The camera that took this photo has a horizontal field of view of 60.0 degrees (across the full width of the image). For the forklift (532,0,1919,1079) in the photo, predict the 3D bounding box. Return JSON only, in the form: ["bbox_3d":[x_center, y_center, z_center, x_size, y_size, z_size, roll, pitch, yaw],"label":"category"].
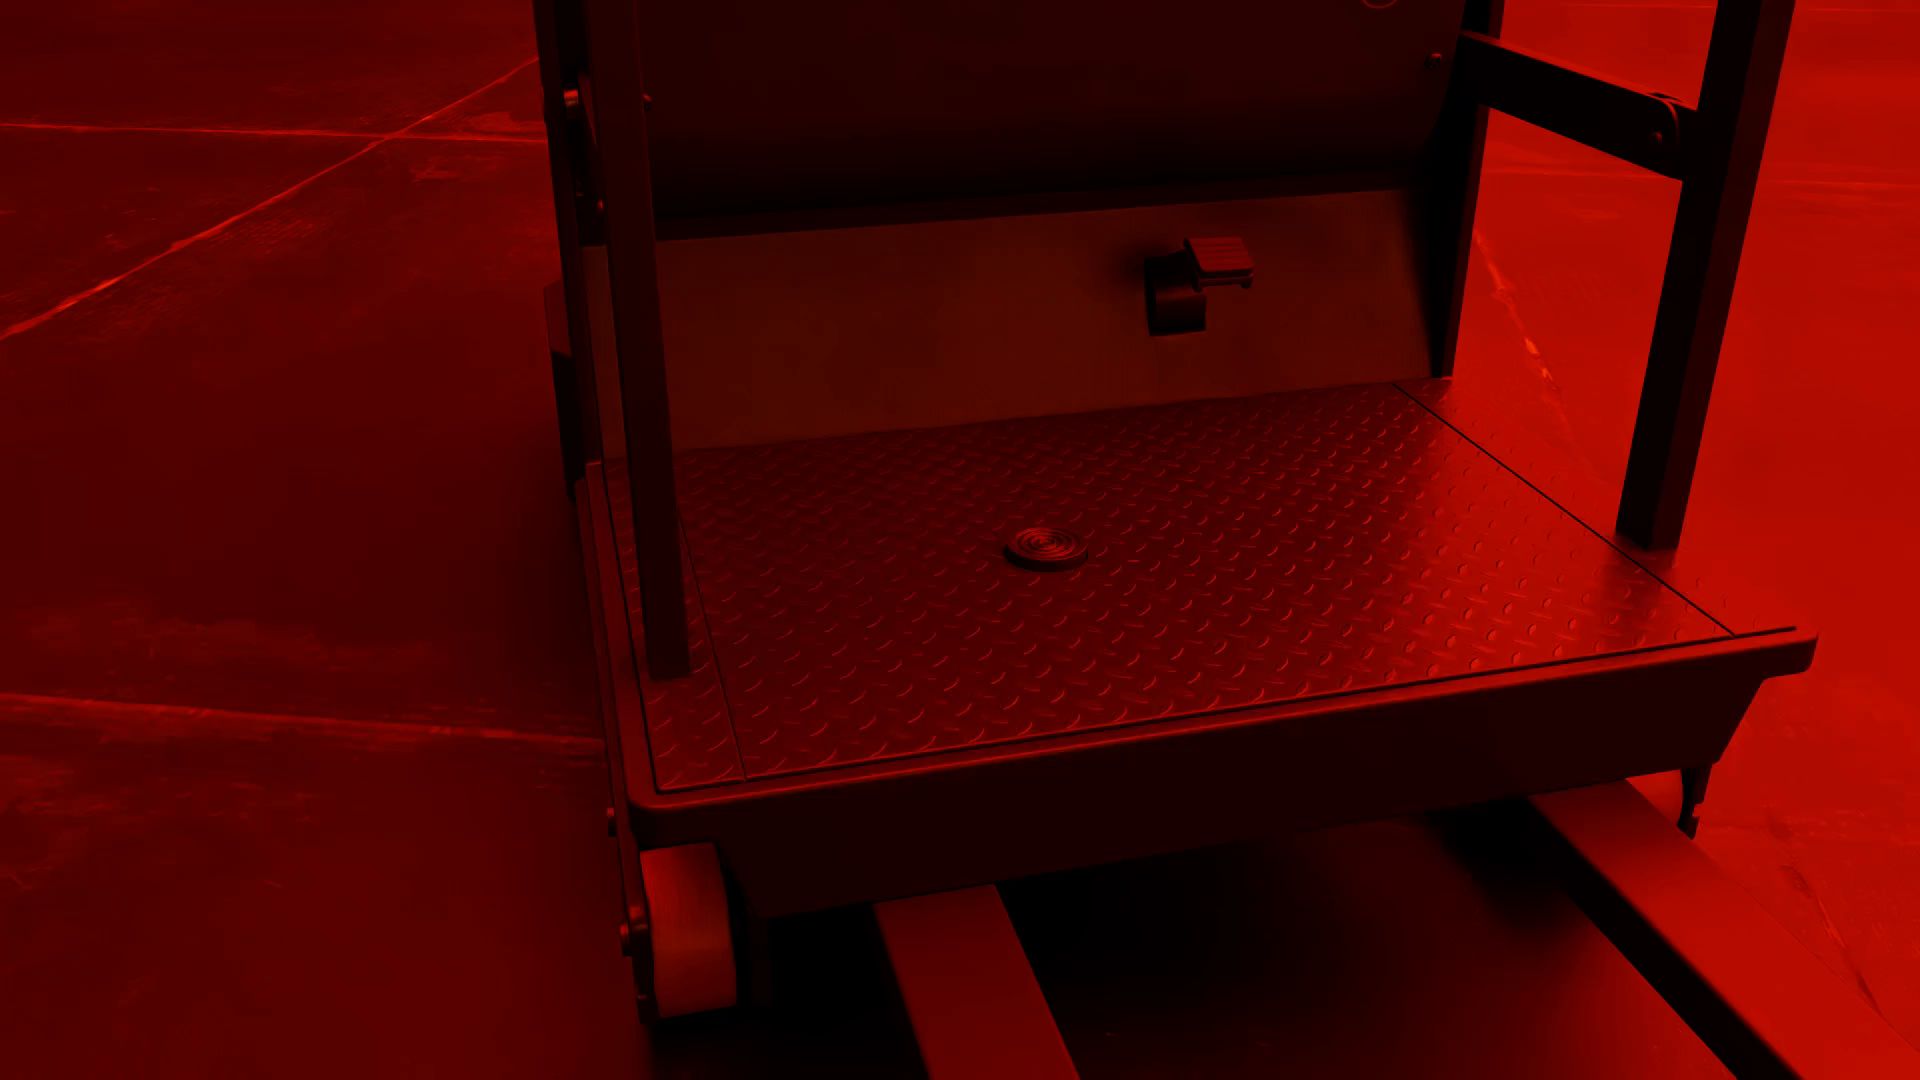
[{"bbox_3d":[0.153,-1.049,1.319,1.130,2.935,3.031,-7,27,-13],"label":"forklift"}]
